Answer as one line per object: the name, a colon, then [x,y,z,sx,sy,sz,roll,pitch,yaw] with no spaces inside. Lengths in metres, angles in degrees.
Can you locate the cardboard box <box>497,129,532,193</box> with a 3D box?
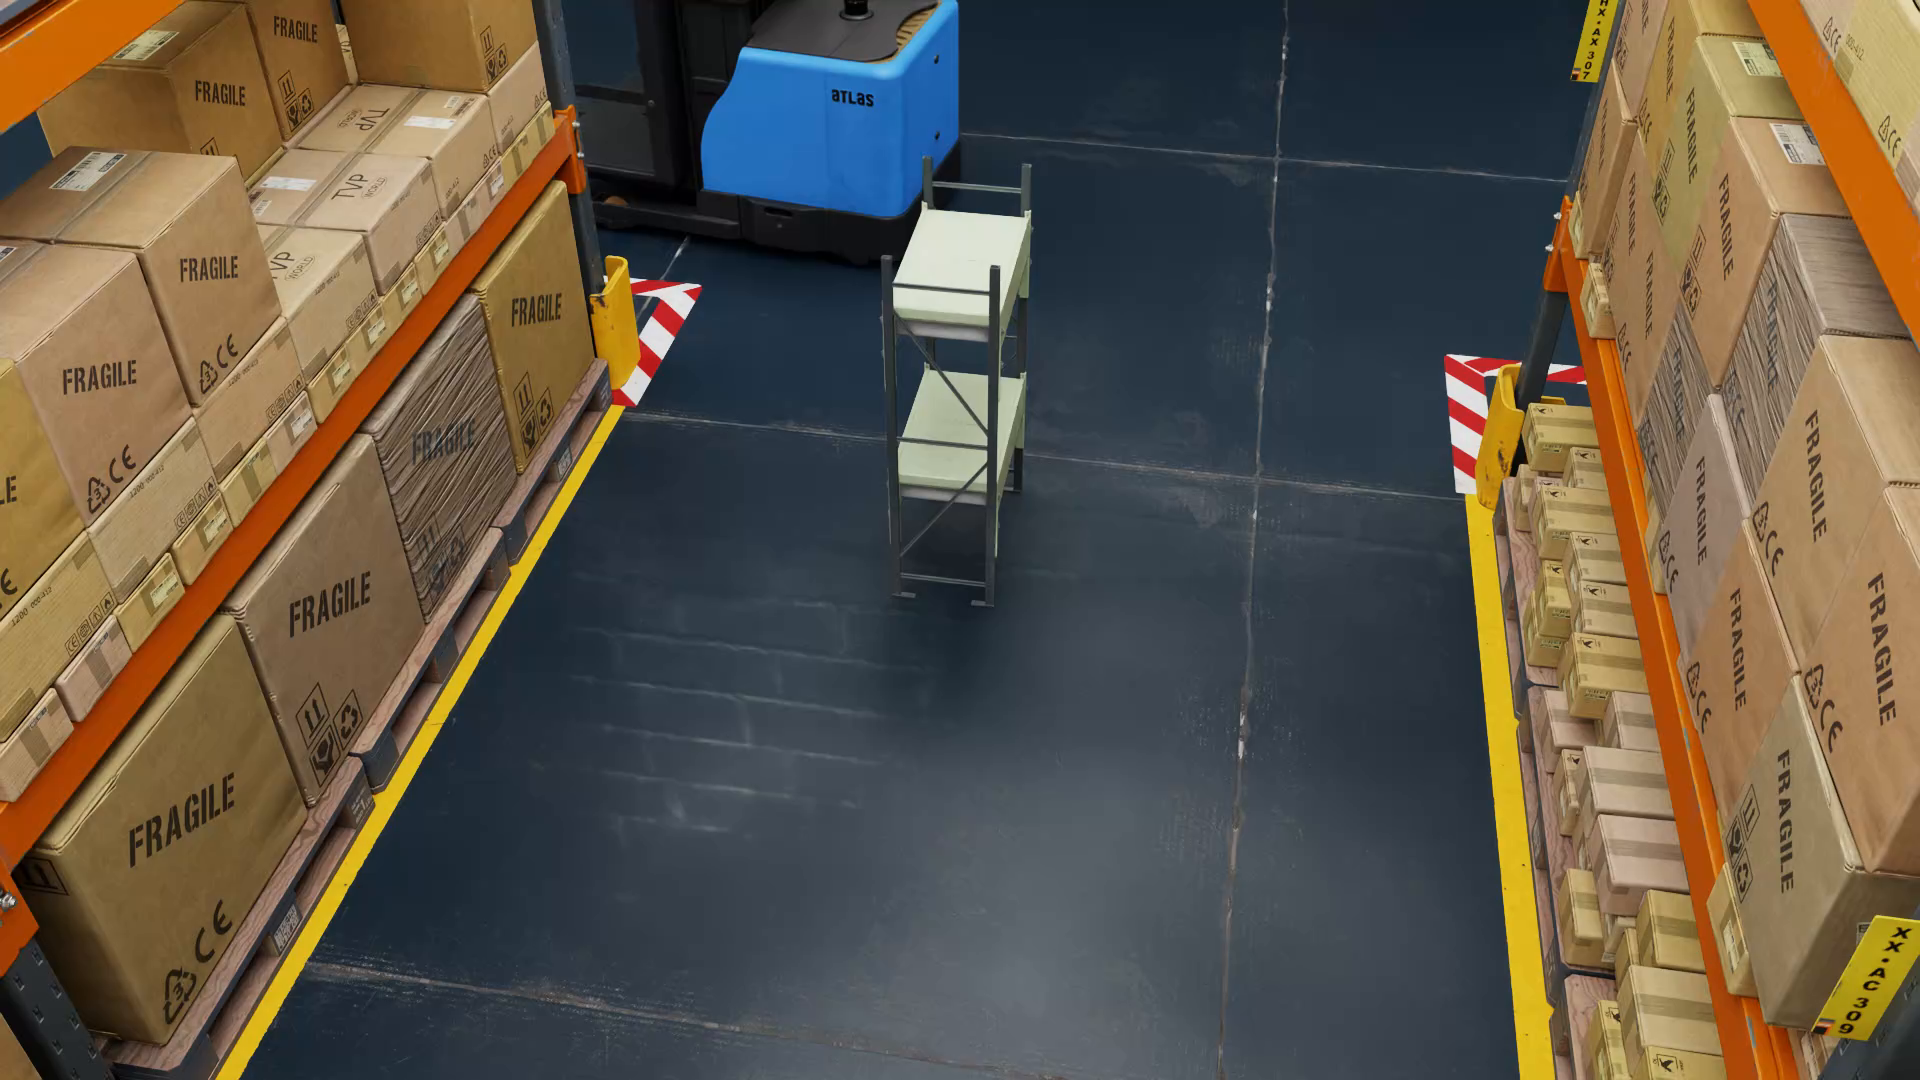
cardboard box: [-1.874,-1.467,6.367,0.380,0.149,0.250,7,40,8]

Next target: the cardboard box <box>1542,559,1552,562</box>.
cardboard box: [2.404,0.028,6.270,0.380,0.149,0.250,6,40,7]

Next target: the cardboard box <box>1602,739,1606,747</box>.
cardboard box: [2.206,0.745,5.169,0.380,0.149,0.250,8,40,10]

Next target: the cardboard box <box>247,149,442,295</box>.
cardboard box: [-2.092,-1.072,5.577,0.500,0.250,0.500,5,40,6]

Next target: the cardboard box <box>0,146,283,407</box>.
cardboard box: [-2.273,-0.730,4.574,0.500,0.500,0.500,5,40,6]

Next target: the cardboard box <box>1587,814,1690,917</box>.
cardboard box: [2.006,0.934,4.708,0.380,0.149,0.250,5,40,6]

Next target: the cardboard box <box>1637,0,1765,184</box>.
cardboard box: [2.354,-1.345,4.926,0.500,0.500,0.500,7,40,9]

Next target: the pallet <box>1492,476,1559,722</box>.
pallet: [2.586,0.252,6.279,1.003,0.211,1.213,6,40,8]

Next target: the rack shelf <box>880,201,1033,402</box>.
rack shelf: [-0.001,-0.875,6.018,0.431,0.370,0.720,6,40,8]

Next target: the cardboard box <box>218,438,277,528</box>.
cardboard box: [-2.229,-0.184,4.816,0.380,0.149,0.250,6,40,7]

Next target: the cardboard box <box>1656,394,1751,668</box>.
cardboard box: [2.066,0.009,4.074,0.500,0.500,0.500,6,40,7]

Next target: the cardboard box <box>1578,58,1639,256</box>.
cardboard box: [2.424,-1.278,5.630,0.500,0.500,0.500,8,40,10]

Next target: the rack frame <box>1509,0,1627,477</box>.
rack frame: [2.774,-1.376,6.060,1.000,3.000,0.127,6,40,8]

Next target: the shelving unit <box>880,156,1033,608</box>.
shelving unit: [-0.001,-0.574,6.267,0.431,1.500,0.755,6,40,8]

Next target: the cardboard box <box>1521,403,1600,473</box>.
cardboard box: [2.349,-0.377,6.293,0.380,0.149,0.250,5,40,6]

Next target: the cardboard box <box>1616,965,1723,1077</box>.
cardboard box: [1.928,1.268,4.303,0.380,0.149,0.250,6,40,7]

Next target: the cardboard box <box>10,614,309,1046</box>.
cardboard box: [-2.593,0.776,4.796,0.875,0.875,0.875,6,40,8]

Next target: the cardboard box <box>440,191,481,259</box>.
cardboard box: [-1.963,-1.152,5.986,0.380,0.149,0.250,7,40,8]

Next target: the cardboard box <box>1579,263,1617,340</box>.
cardboard box: [2.293,-0.785,5.542,0.380,0.149,0.250,5,40,6]

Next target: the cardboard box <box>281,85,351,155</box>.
cardboard box: [-2.526,-1.445,6.028,0.500,0.250,0.500,6,40,7]

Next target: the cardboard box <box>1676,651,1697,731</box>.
cardboard box: [2.030,0.358,4.160,0.380,0.149,0.250,5,40,6]

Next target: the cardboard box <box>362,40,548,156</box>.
cardboard box: [-1.916,-1.710,6.348,0.500,0.250,0.500,6,40,7]

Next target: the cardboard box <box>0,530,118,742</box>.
cardboard box: [-2.446,0.201,4.037,0.500,0.250,0.500,6,40,7]

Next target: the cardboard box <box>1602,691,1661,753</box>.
cardboard box: [2.191,0.619,5.088,0.380,0.149,0.250,6,40,8]

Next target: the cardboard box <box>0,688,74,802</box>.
cardboard box: [-2.407,0.472,4.023,0.380,0.149,0.250,6,40,8]

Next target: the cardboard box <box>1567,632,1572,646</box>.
cardboard box: [2.269,0.402,5.584,0.380,0.149,0.250,5,40,6]

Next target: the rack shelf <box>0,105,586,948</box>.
rack shelf: [-2.440,-0.454,5.510,1.077,0.370,4.000,6,40,8]

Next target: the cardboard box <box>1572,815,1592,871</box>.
cardboard box: [2.105,0.982,5.117,0.380,0.149,0.250,7,40,9]

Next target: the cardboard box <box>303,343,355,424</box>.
cardboard box: [-2.139,-0.507,5.206,0.380,0.149,0.250,5,40,6]

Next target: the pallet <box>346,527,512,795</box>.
pallet: [-2.368,0.362,6.146,1.003,0.211,1.213,6,40,8]

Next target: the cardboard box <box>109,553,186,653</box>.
cardboard box: [-2.316,0.141,4.422,0.380,0.149,0.250,8,40,9]

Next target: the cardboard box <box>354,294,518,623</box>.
cardboard box: [-2.283,-0.348,6.155,0.875,0.875,0.875,6,40,8]

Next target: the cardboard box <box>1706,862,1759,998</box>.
cardboard box: [1.838,0.852,3.562,0.380,0.149,0.250,5,40,6]

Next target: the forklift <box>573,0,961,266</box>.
forklift: [-1.568,-3.063,8.154,3.031,2.935,1.130,12,41,14]

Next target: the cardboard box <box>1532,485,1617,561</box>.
cardboard box: [2.250,-0.047,5.894,0.380,0.149,0.250,6,40,8]

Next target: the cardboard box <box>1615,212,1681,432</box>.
cardboard box: [2.260,-0.633,4.850,0.500,0.500,0.500,7,40,8]

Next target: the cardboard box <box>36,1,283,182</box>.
cardboard box: [-2.613,-1.421,5.411,0.500,0.500,0.500,5,40,6]

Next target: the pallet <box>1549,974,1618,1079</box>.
pallet: [2.163,1.784,4.427,1.003,0.211,1.213,6,40,8]

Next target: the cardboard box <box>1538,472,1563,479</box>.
cardboard box: [2.431,-0.253,6.377,0.380,0.149,0.250,8,40,10]

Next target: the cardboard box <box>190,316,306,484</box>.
cardboard box: [-2.271,-0.436,4.808,0.500,0.250,0.500,7,40,9]

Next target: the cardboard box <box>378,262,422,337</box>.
cardboard box: [-2.050,-0.826,5.592,0.380,0.149,0.250,7,40,8]

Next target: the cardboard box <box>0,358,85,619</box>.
cardboard box: [-2.451,-0.094,3.806,0.500,0.500,0.500,6,40,8]

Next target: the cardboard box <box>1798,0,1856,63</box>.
cardboard box: [2.173,-1.243,3.664,0.500,0.250,0.500,6,40,7]

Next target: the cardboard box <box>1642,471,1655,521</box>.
cardboard box: [2.176,-0.128,4.747,0.380,0.149,0.250,8,40,9]

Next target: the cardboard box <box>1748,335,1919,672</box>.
cardboard box: [1.981,-0.054,3.365,0.500,0.500,0.500,5,40,6]

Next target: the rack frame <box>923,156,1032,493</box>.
rack frame: [0.062,-0.804,6.545,0.400,1.500,0.023,6,40,8]

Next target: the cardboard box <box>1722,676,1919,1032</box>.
cardboard box: [1.887,0.646,3.302,0.500,0.500,0.500,6,40,8]

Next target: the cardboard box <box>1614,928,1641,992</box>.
cardboard box: [2.027,1.236,4.575,0.380,0.149,0.250,7,40,8]

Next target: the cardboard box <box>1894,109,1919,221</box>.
cardboard box: [1.999,-0.614,2.902,0.500,0.250,0.500,6,40,8]

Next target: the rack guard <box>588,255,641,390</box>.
rack guard: [-2.089,-1.038,7.613,1.175,0.500,0.348,6,40,8]

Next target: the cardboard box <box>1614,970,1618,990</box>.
cardboard box: [2.089,1.309,4.721,0.380,0.149,0.250,5,40,7]

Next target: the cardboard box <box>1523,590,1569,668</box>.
cardboard box: [2.215,0.333,5.901,0.380,0.149,0.250,7,40,8]

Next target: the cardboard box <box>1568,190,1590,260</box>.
cardboard box: [2.395,-1.112,5.938,0.380,0.149,0.250,6,40,7]

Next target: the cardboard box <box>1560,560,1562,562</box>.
cardboard box: [2.372,0.076,5.979,0.380,0.149,0.250,7,40,8]

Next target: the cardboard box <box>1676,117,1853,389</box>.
cardboard box: [2.157,-0.701,4.147,0.500,0.500,0.500,5,40,6]

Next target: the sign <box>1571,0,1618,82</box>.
sign: [2.240,-1.770,5.857,0.100,0.325,0.005,6,40,8]

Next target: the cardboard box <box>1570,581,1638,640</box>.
cardboard box: [2.231,0.291,5.485,0.380,0.149,0.250,8,40,9]

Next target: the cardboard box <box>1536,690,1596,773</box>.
cardboard box: [2.136,0.650,5.518,0.380,0.149,0.250,5,40,6]
